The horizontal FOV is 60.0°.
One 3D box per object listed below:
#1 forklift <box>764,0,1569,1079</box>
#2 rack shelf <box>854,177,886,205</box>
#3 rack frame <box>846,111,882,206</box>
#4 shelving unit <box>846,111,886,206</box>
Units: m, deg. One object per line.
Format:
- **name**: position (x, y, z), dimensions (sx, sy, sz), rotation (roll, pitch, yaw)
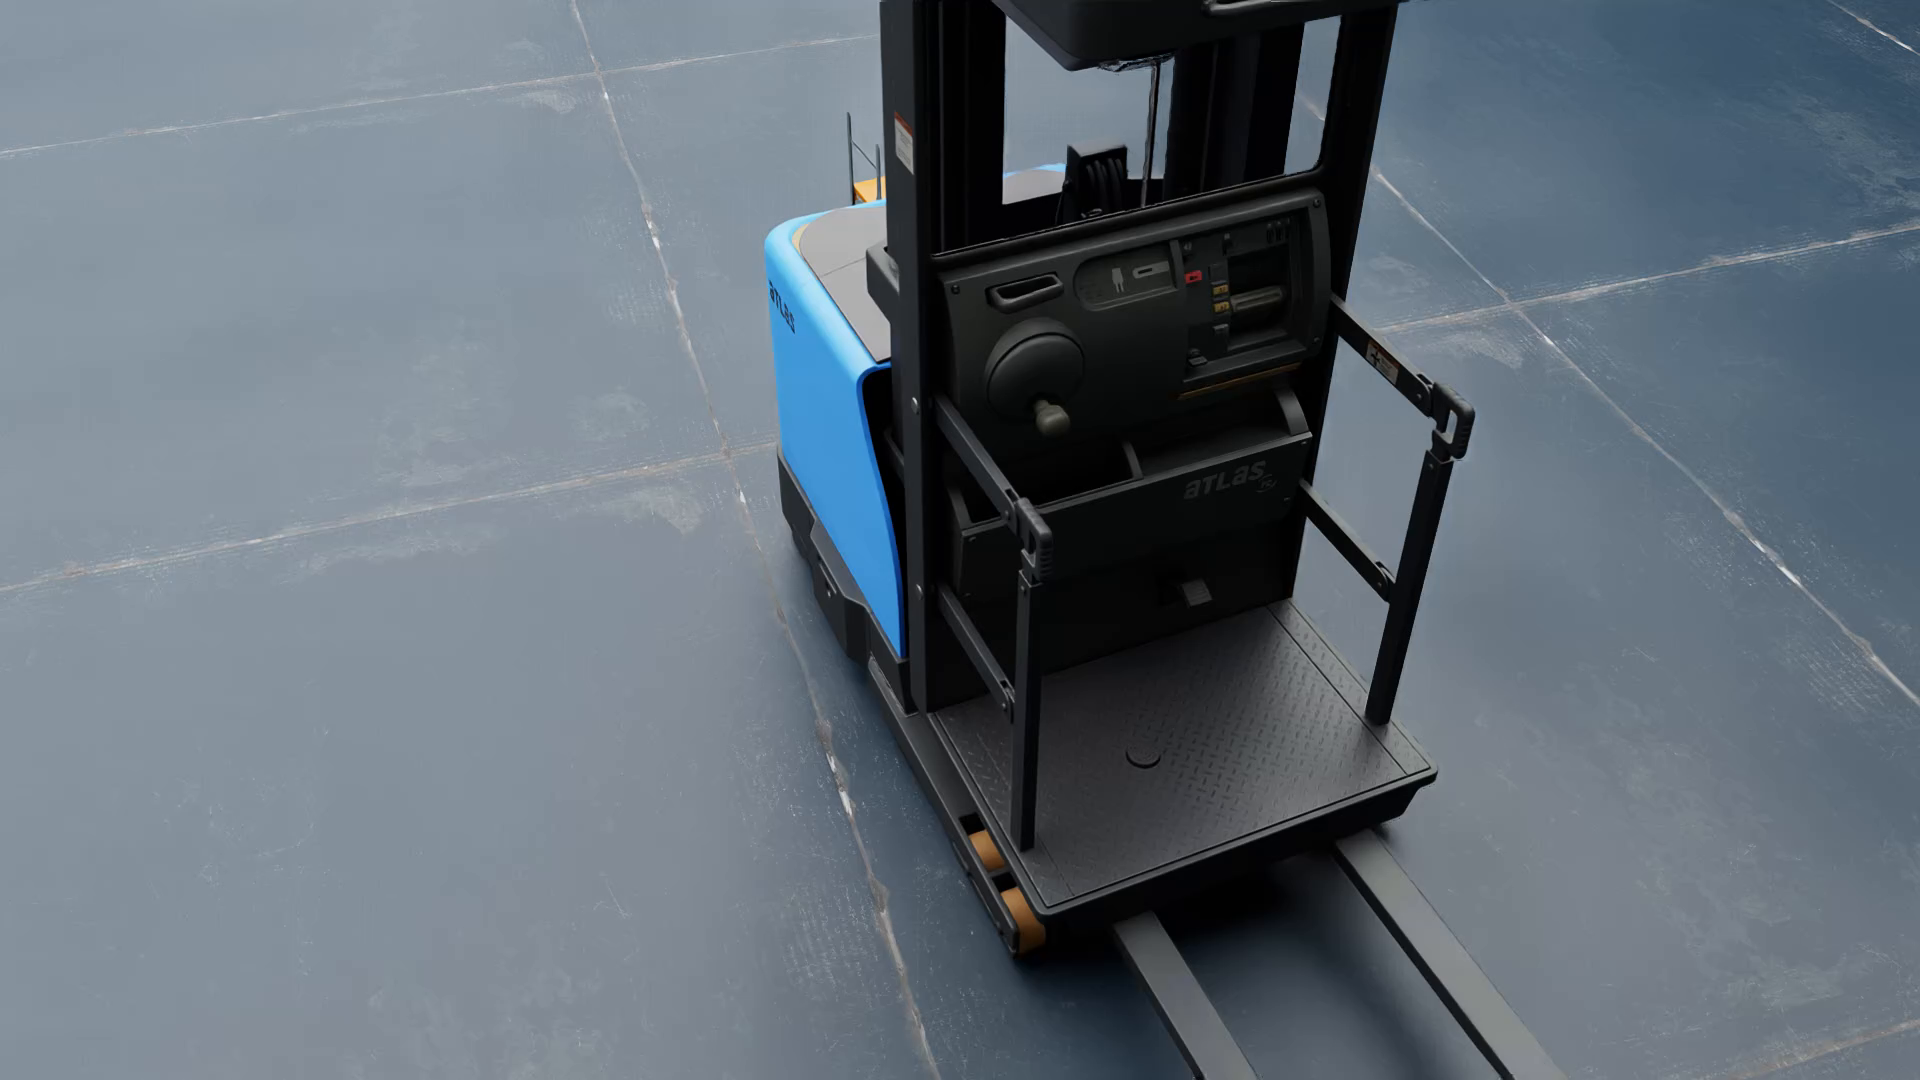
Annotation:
- **forklift**: position (0.491, -0.415, 3.498), dimensions (1.130, 2.935, 3.031), rotation (-16, 44, -18)
- **rack shelf**: position (-0.197, -0.994, 4.997), dimensions (0.180, 0.103, 0.258), rotation (-17, 44, -19)
- **rack frame**: position (-0.280, -0.731, 5.175), dimensions (0.006, 1.200, 0.240), rotation (-17, 44, -19)
- **shelving unit**: position (-0.197, -0.757, 5.204), dimensions (0.189, 1.200, 0.258), rotation (-17, 44, -19)
